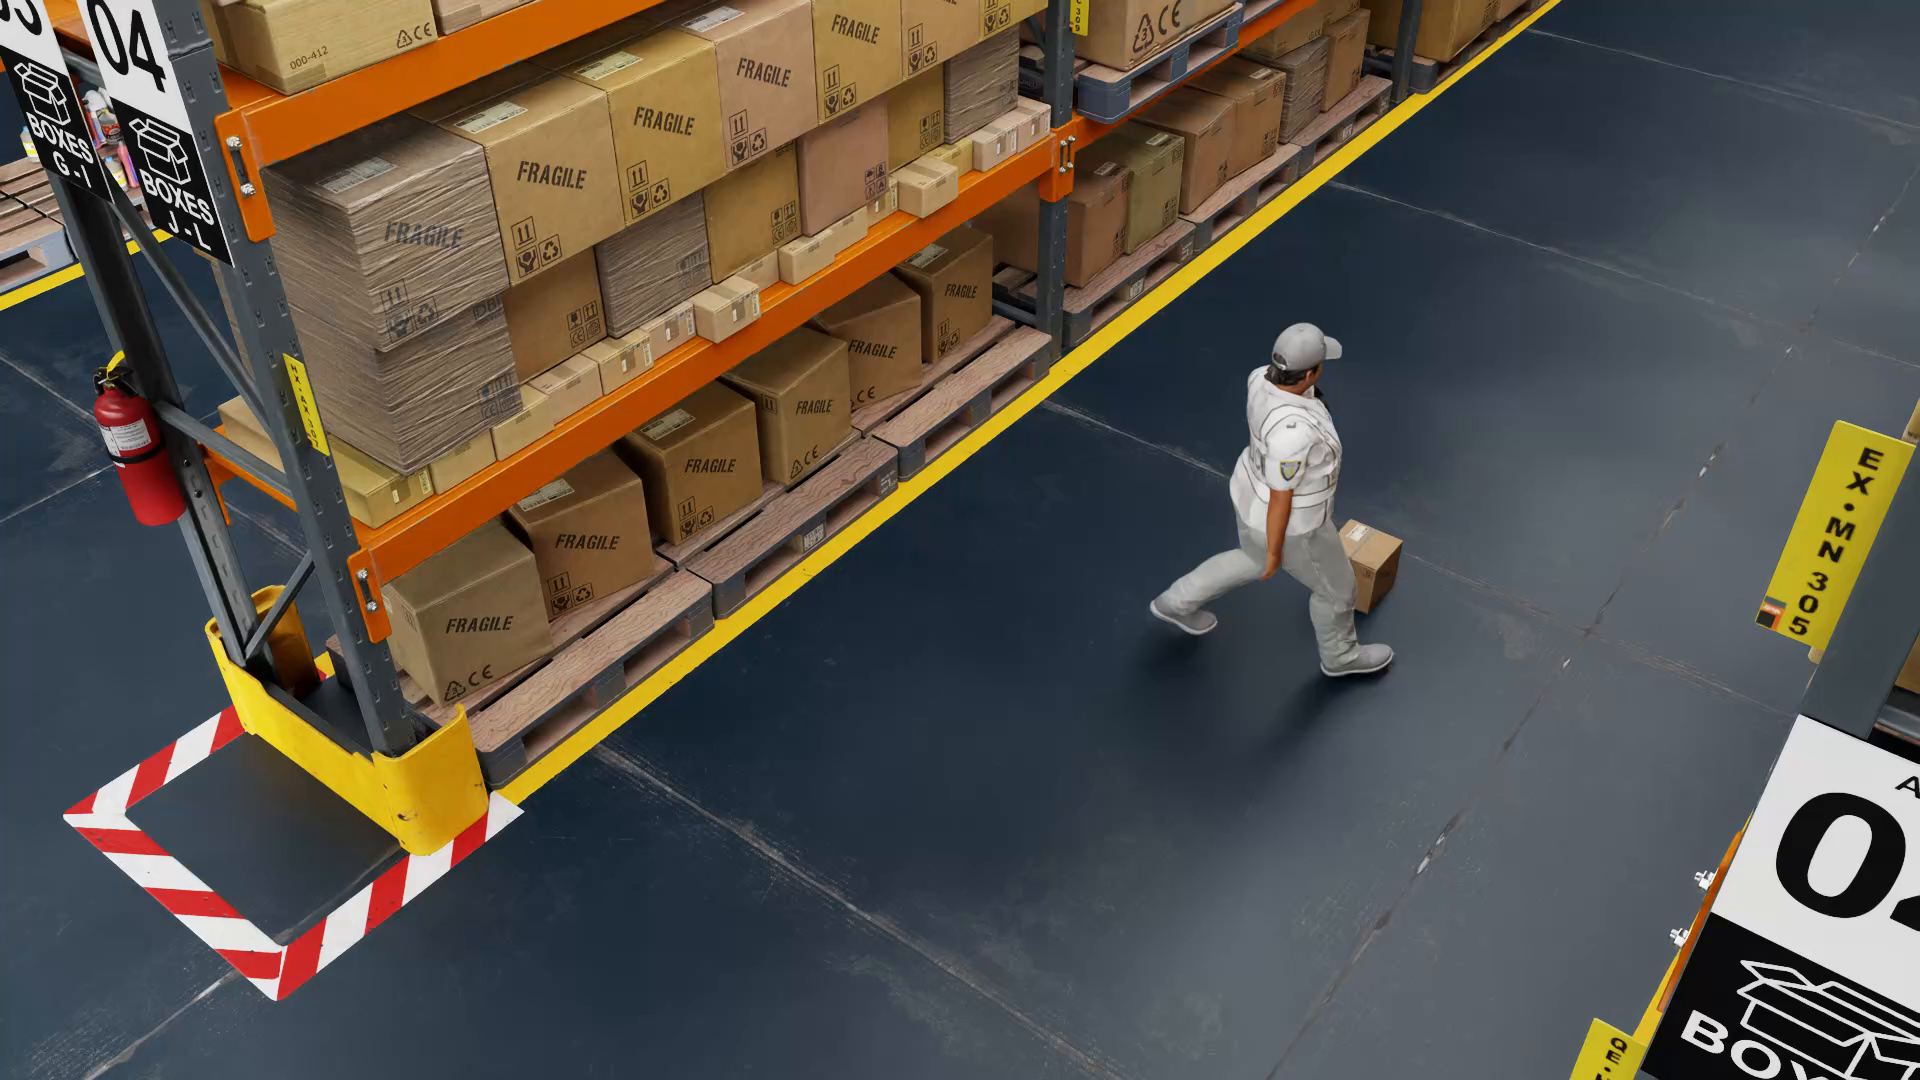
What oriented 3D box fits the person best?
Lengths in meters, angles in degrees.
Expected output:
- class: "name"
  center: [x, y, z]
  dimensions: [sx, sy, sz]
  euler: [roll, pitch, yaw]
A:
- class: "person"
  center: [1.277, -0.132, 6.365]
  dimensions: [0.965, 1.576, 0.493]
  euler: [-4, 39, -5]
